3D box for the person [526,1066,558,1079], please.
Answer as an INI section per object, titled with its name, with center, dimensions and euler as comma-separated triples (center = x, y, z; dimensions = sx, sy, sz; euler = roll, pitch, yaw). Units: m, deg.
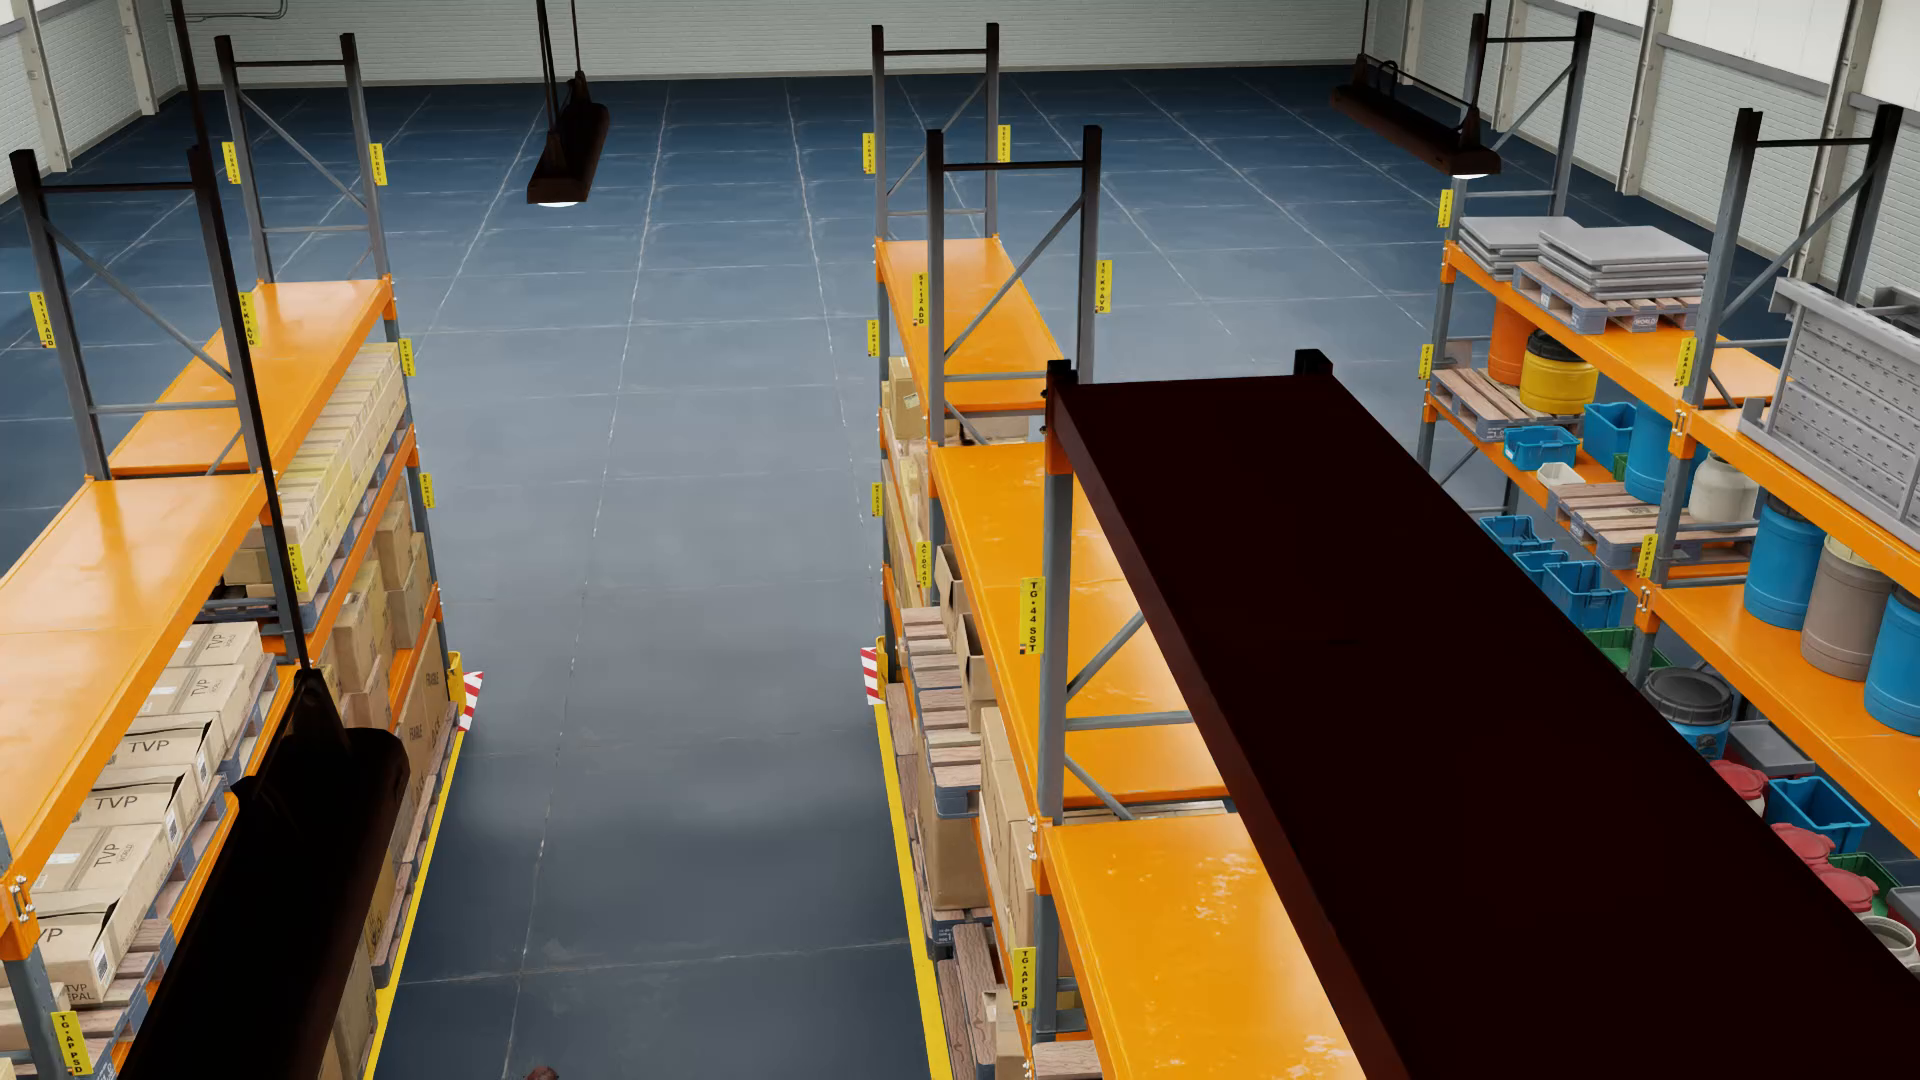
[person]
center = -2.199, 3.552, 9.128
dimensions = 0.488, 1.677, 0.382
euler = -18, 31, -33
